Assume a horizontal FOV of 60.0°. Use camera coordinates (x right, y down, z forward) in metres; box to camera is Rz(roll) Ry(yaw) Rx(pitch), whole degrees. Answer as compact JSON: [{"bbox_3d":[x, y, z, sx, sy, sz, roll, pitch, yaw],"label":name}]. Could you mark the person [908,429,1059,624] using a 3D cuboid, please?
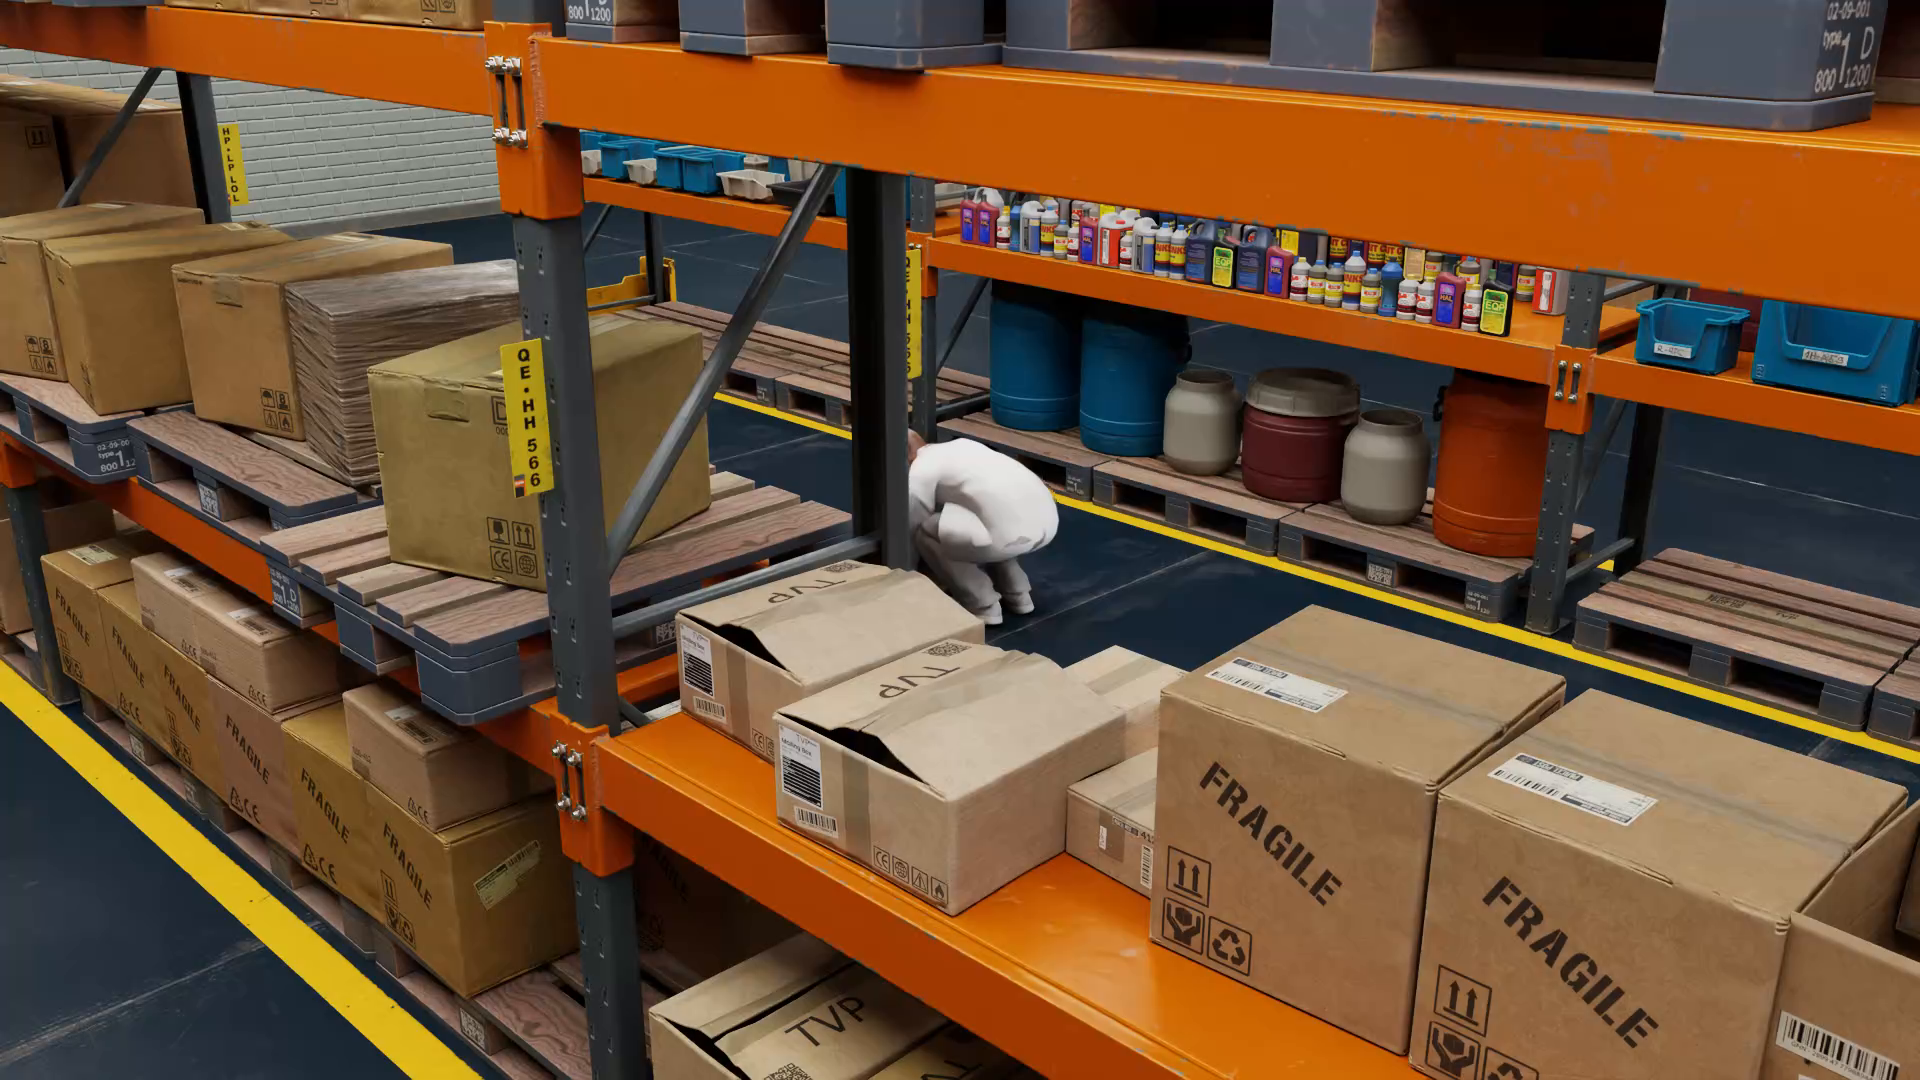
[{"bbox_3d":[0.043,-0.047,7.706,0.917,0.854,0.570,18,27,40],"label":"person"}]
